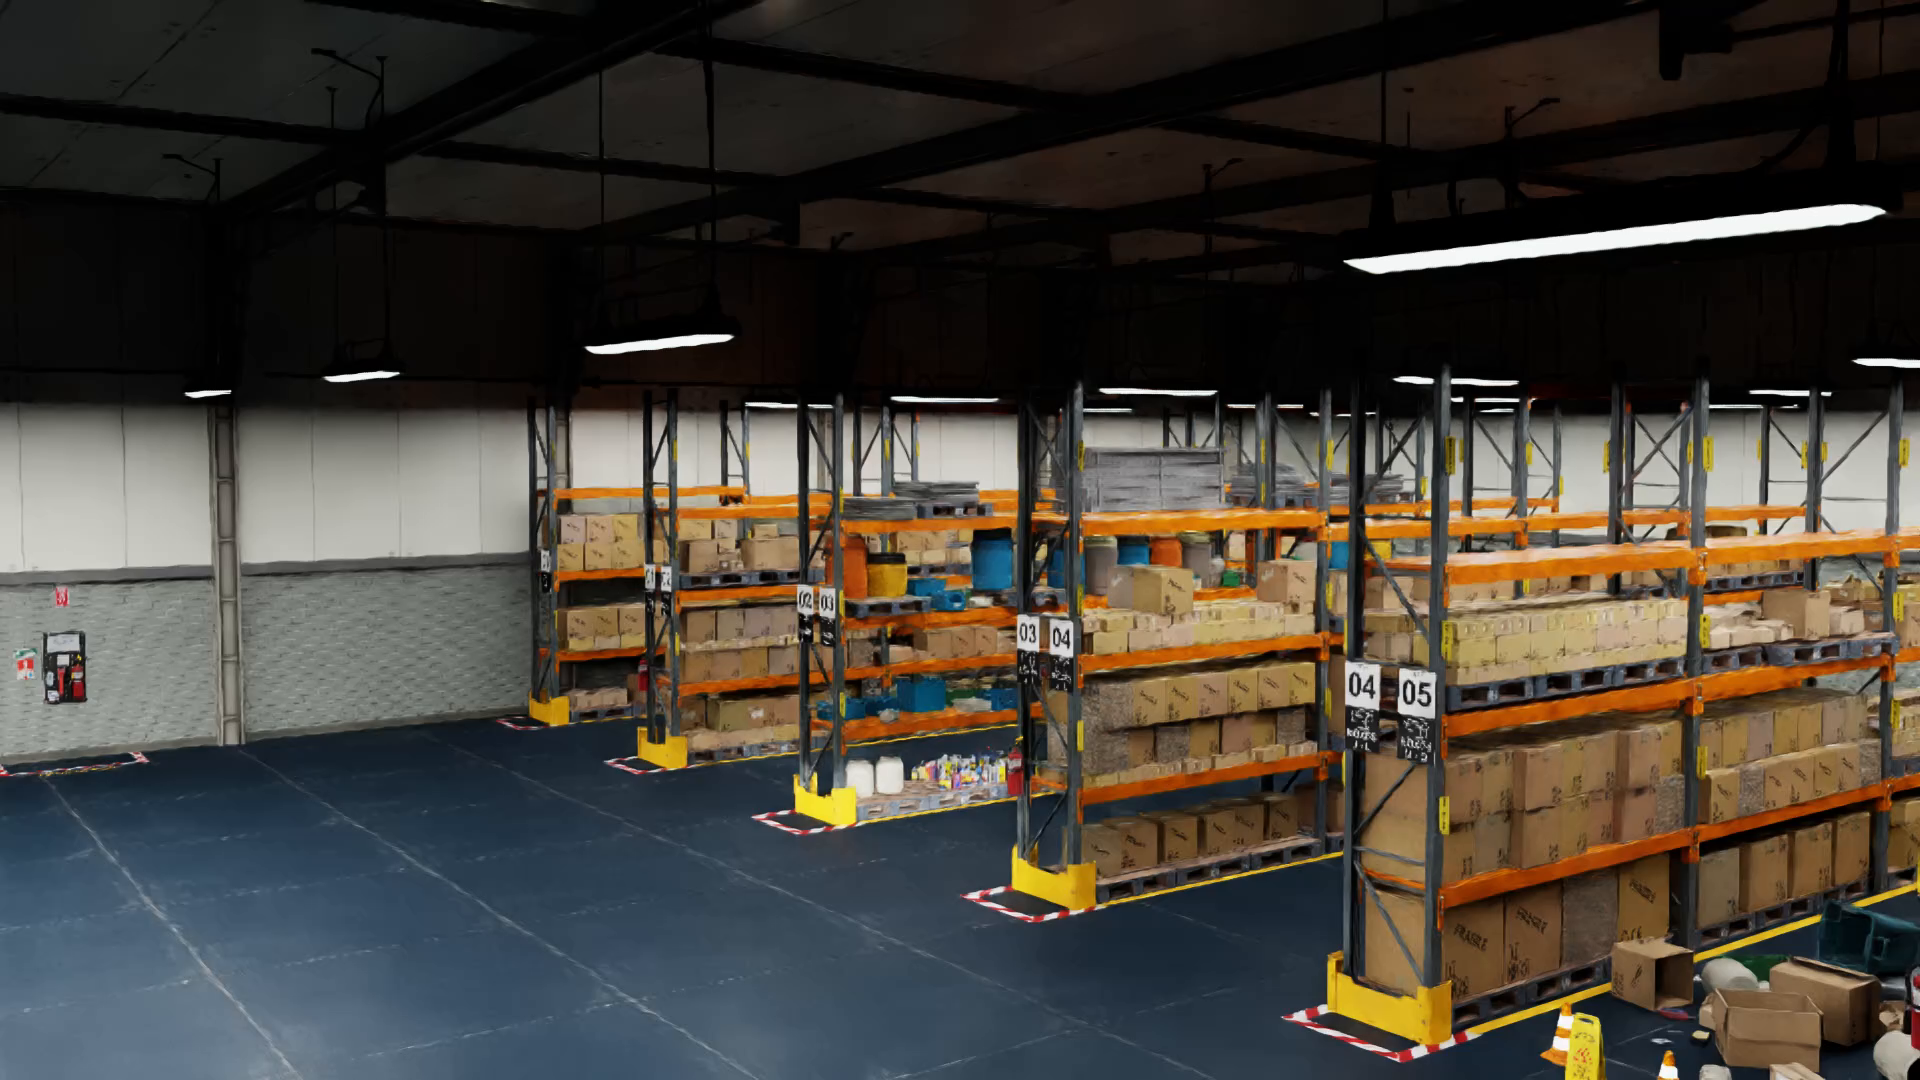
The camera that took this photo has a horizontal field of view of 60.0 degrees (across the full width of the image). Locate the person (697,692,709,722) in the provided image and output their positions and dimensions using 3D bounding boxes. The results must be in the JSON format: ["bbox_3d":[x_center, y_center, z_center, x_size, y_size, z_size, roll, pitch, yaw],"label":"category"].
[{"bbox_3d":[-4.627,2.618,29.991,0.569,1.530,0.774,2,4,36],"label":"person"}]
